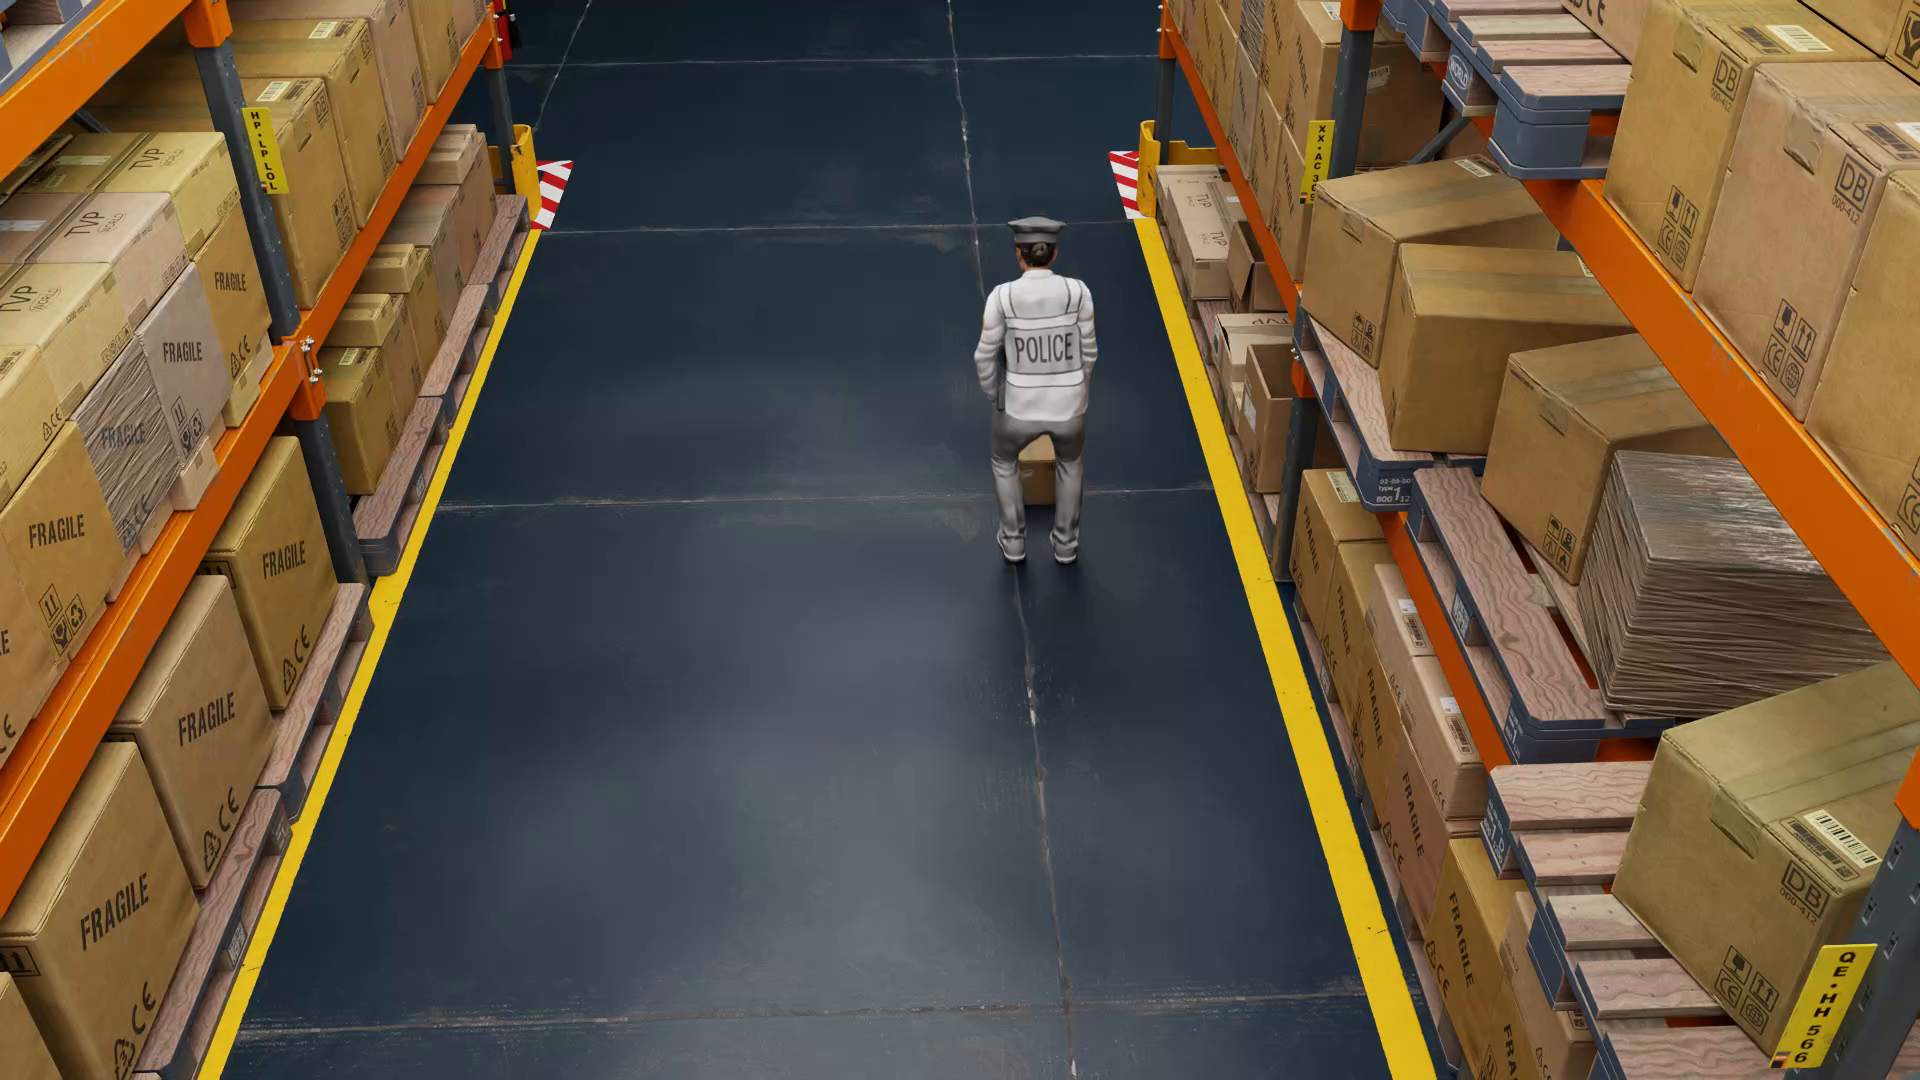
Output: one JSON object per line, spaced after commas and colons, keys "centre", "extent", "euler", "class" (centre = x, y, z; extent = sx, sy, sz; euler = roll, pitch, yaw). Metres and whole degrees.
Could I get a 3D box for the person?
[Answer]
{"centre": [0.319, -0.605, 7.101], "extent": [0.520, 1.555, 0.548], "euler": [-1, 35, -1], "class": "person"}
